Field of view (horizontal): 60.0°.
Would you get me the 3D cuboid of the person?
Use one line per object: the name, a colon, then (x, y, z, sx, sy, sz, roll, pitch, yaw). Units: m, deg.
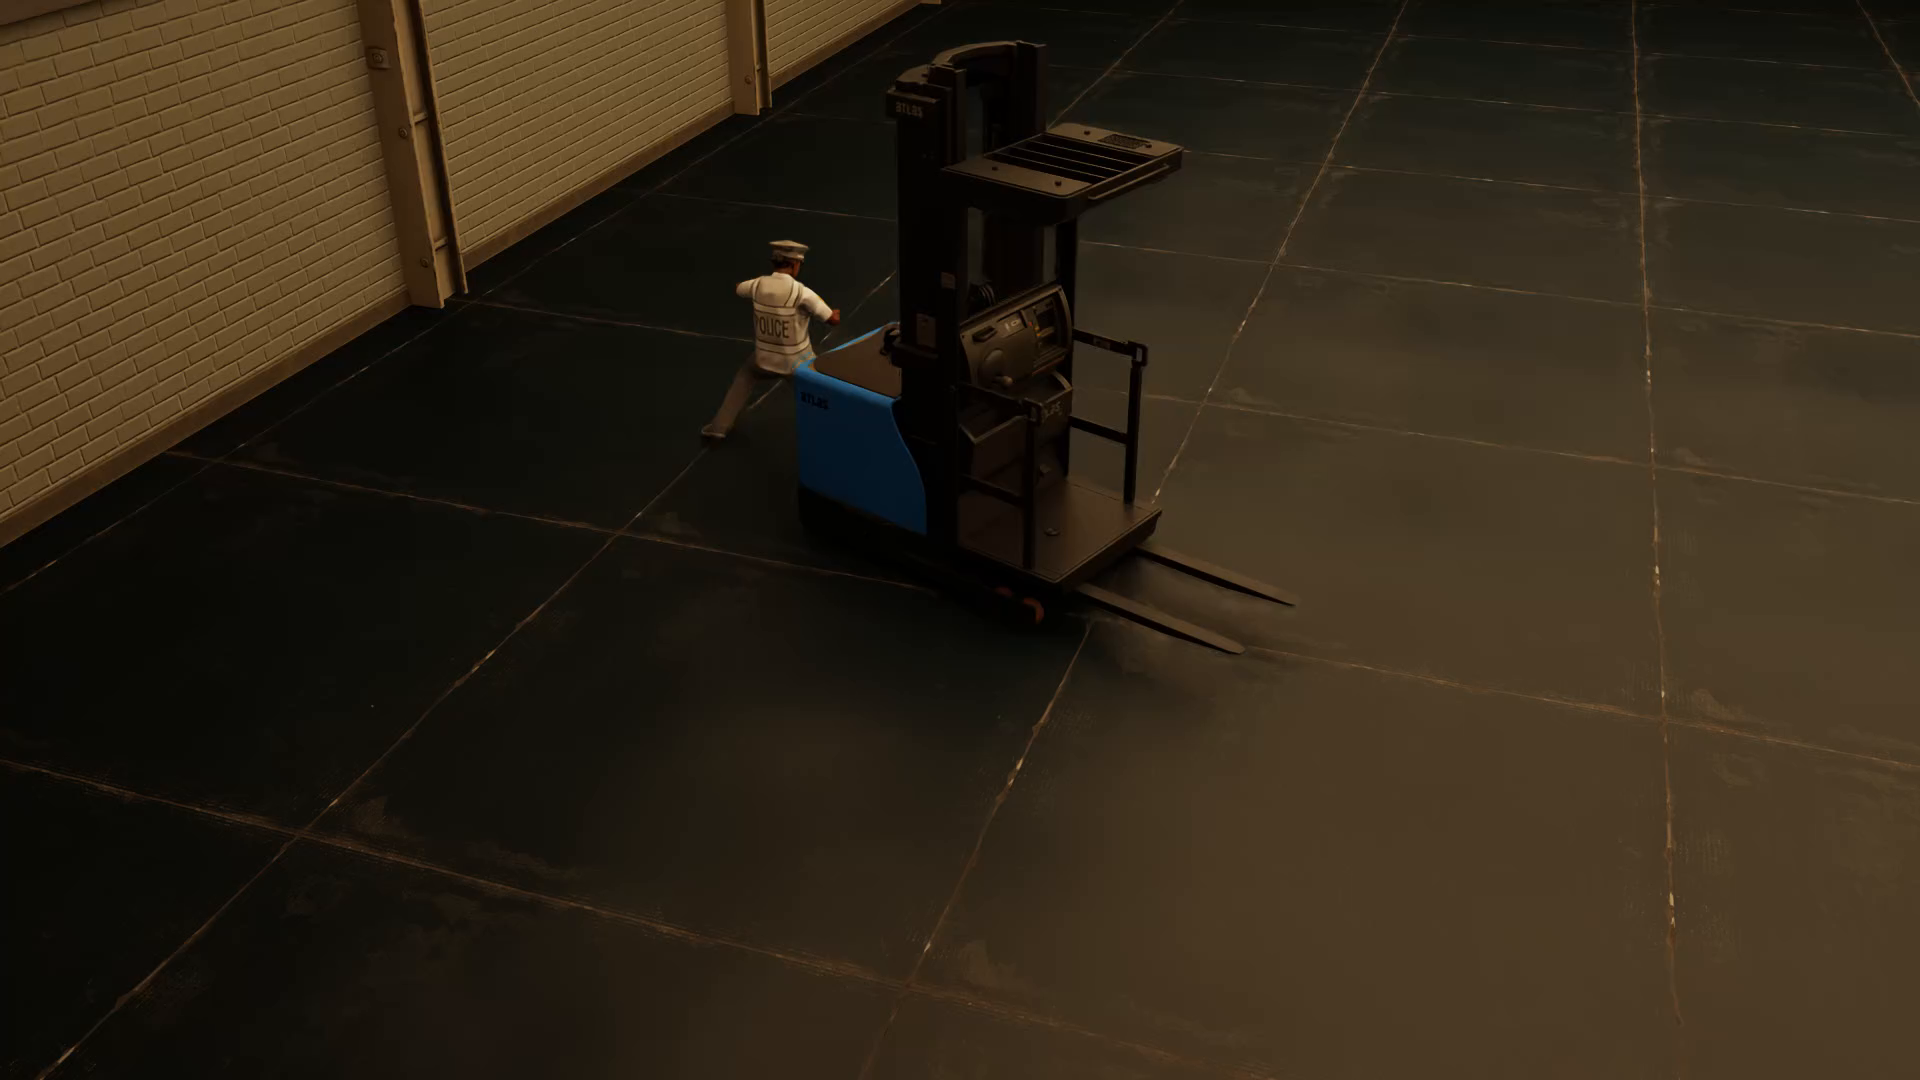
person: (-1.102, -1.302, 10.898, 1.225, 1.441, 0.715, 12, 32, 21)

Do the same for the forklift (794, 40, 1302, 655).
forklift: (0.477, -1.085, 9.040, 3.031, 2.935, 1.130, 22, 36, 33)
